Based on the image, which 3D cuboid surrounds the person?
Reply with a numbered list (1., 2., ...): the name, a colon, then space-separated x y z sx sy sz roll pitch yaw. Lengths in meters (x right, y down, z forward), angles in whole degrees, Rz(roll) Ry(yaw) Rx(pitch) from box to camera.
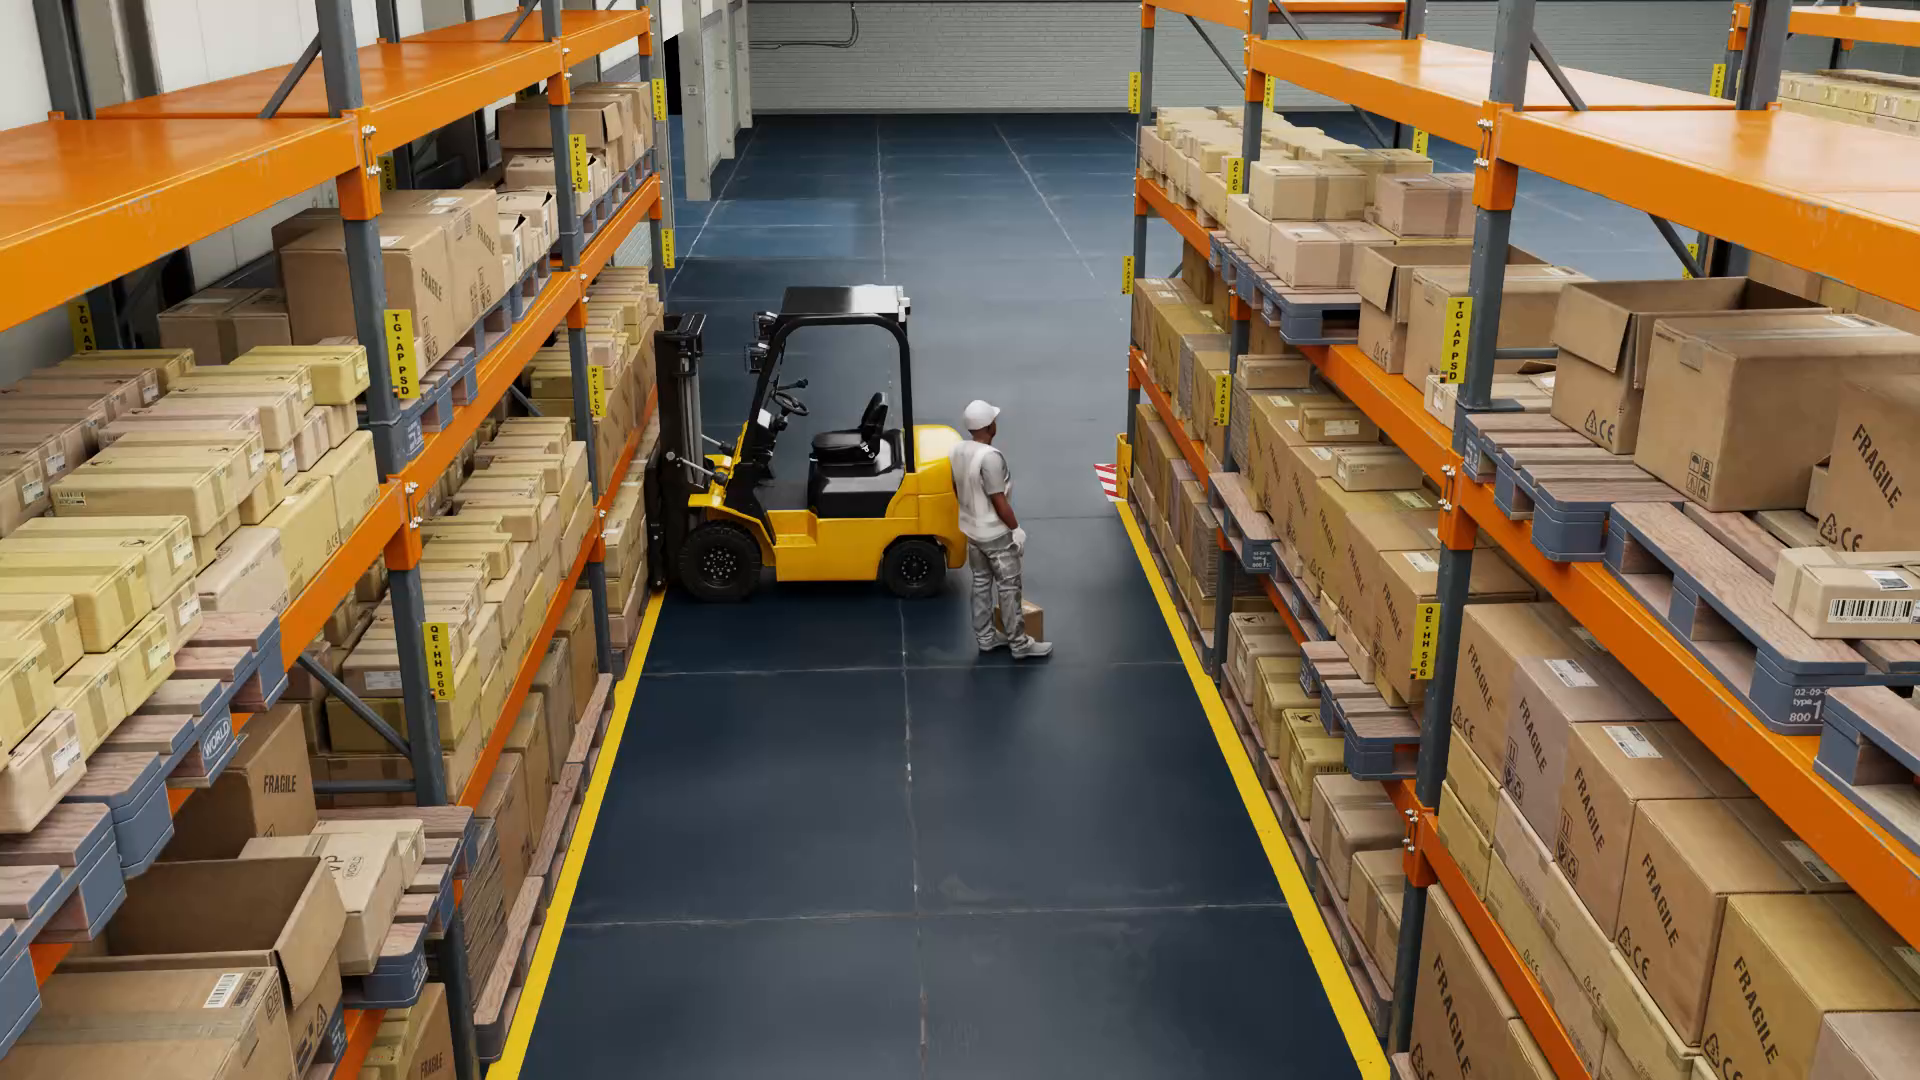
1. person: 0.258 -0.092 11.271 0.577 1.782 0.652 -12 23 -30
